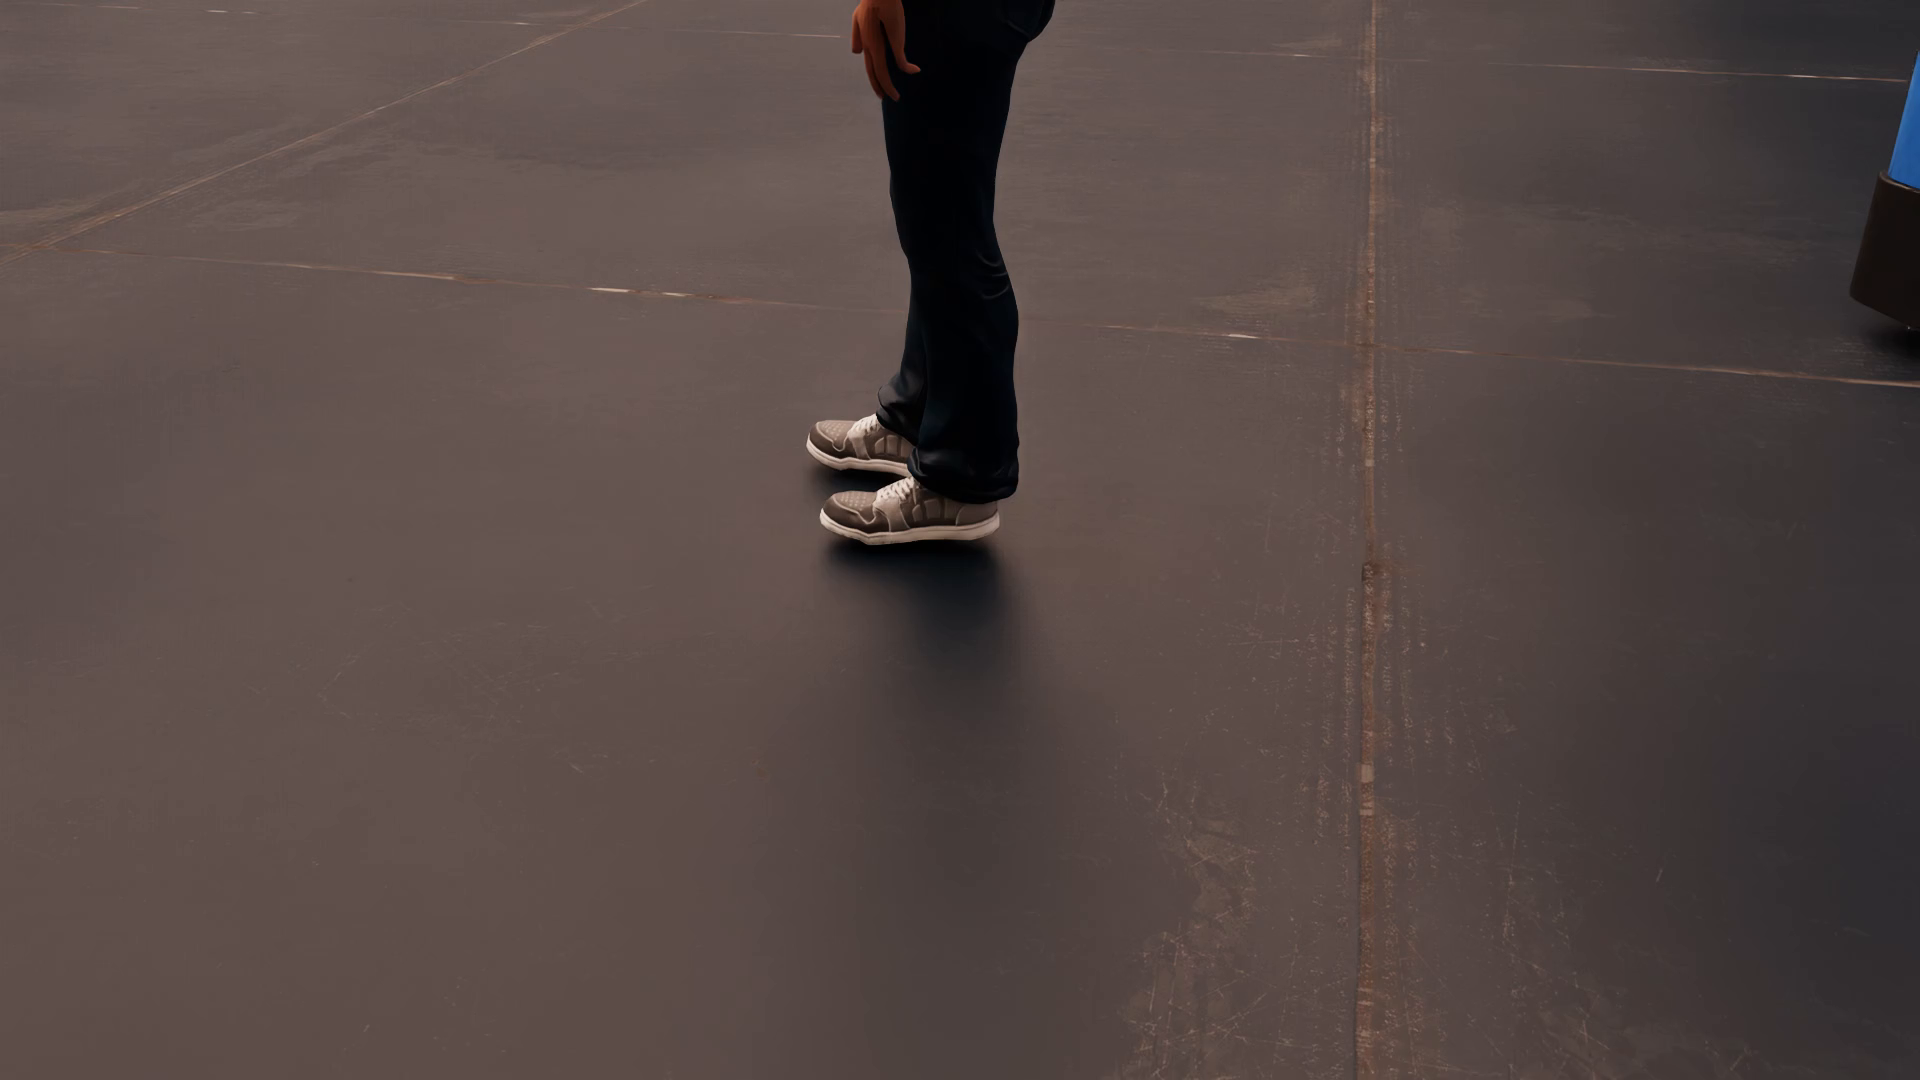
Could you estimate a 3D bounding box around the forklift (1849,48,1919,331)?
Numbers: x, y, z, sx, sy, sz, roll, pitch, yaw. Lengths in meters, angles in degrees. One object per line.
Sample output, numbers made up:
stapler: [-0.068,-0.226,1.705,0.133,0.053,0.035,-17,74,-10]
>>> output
forklift: [3.333,-1.661,2.538,3.031,2.935,1.130,-5,27,-10]

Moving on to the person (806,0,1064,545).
person: [-0.070,-0.734,2.164,0.473,1.599,0.520,6,27,11]
